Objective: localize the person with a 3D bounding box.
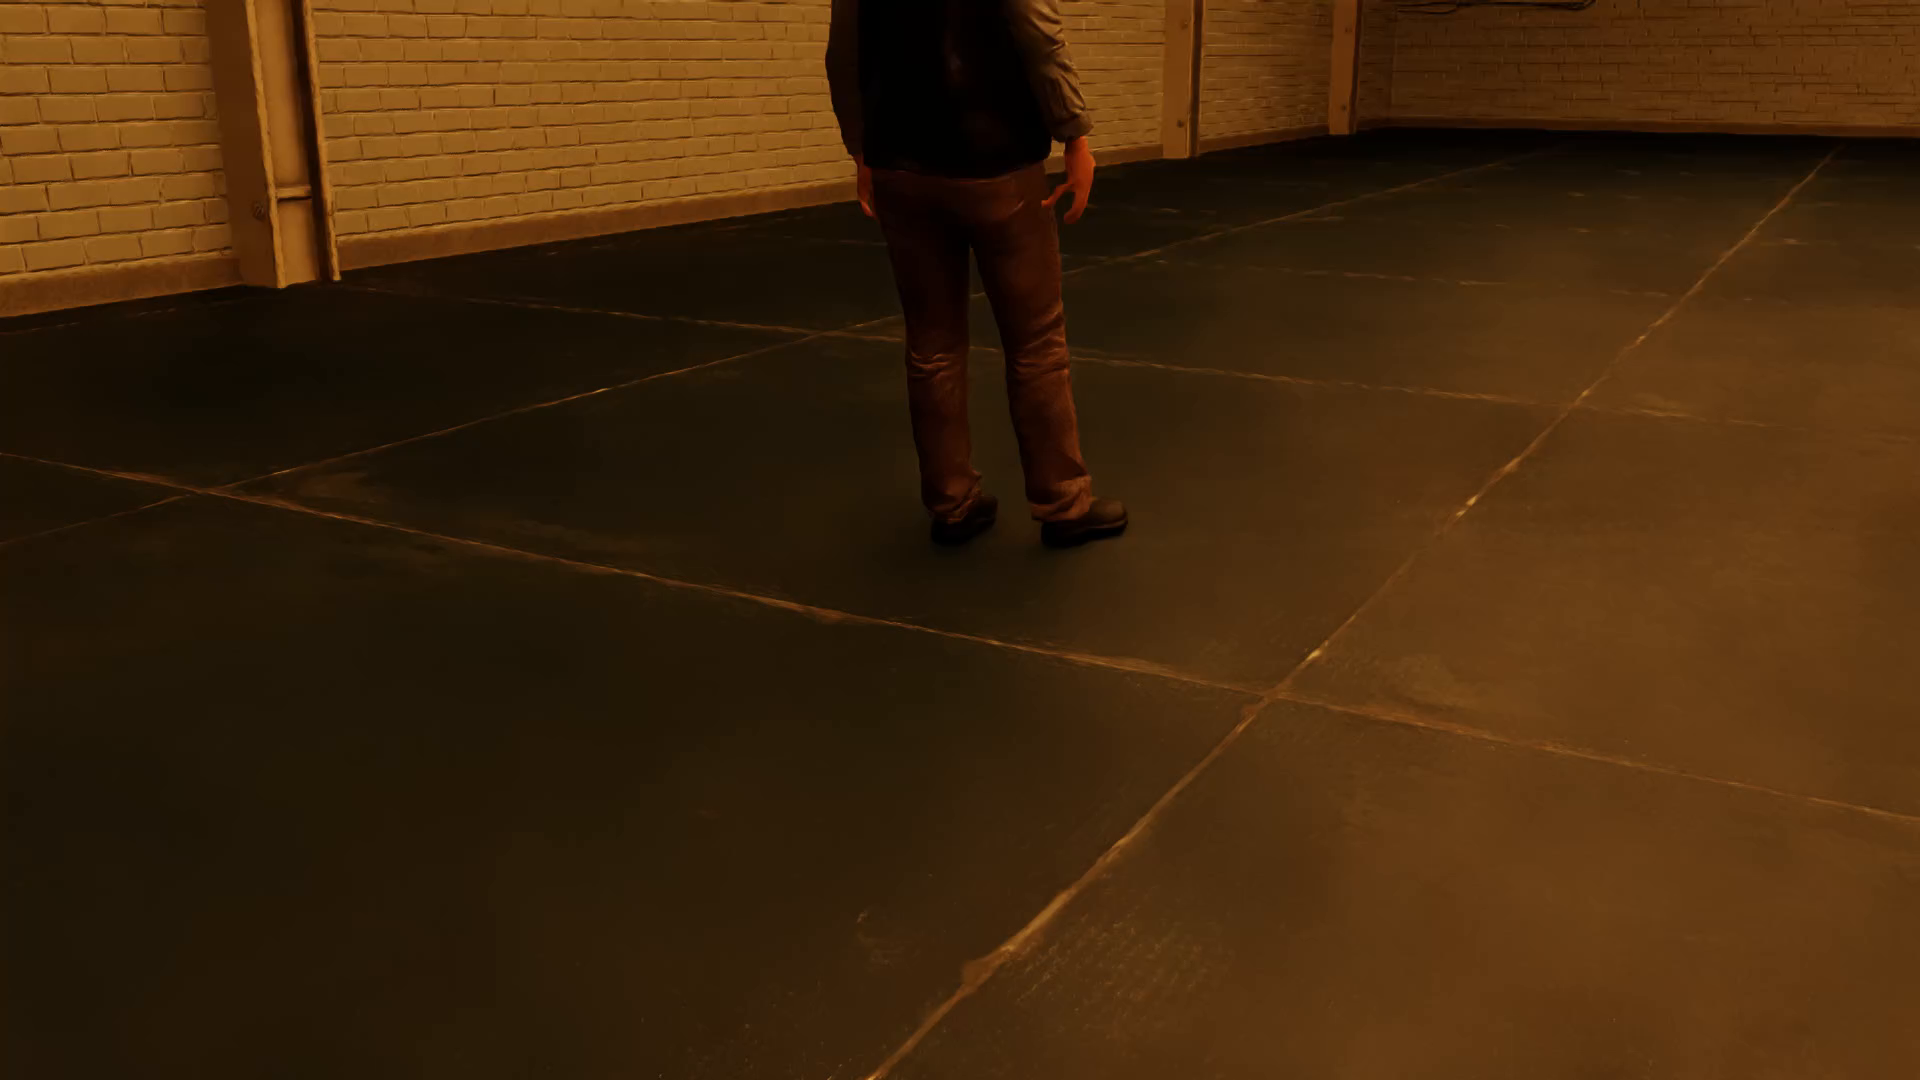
[{"bbox_3d":[0.038,-0.847,3.844,0.632,1.720,0.567,9,19,28],"label":"person"}]
